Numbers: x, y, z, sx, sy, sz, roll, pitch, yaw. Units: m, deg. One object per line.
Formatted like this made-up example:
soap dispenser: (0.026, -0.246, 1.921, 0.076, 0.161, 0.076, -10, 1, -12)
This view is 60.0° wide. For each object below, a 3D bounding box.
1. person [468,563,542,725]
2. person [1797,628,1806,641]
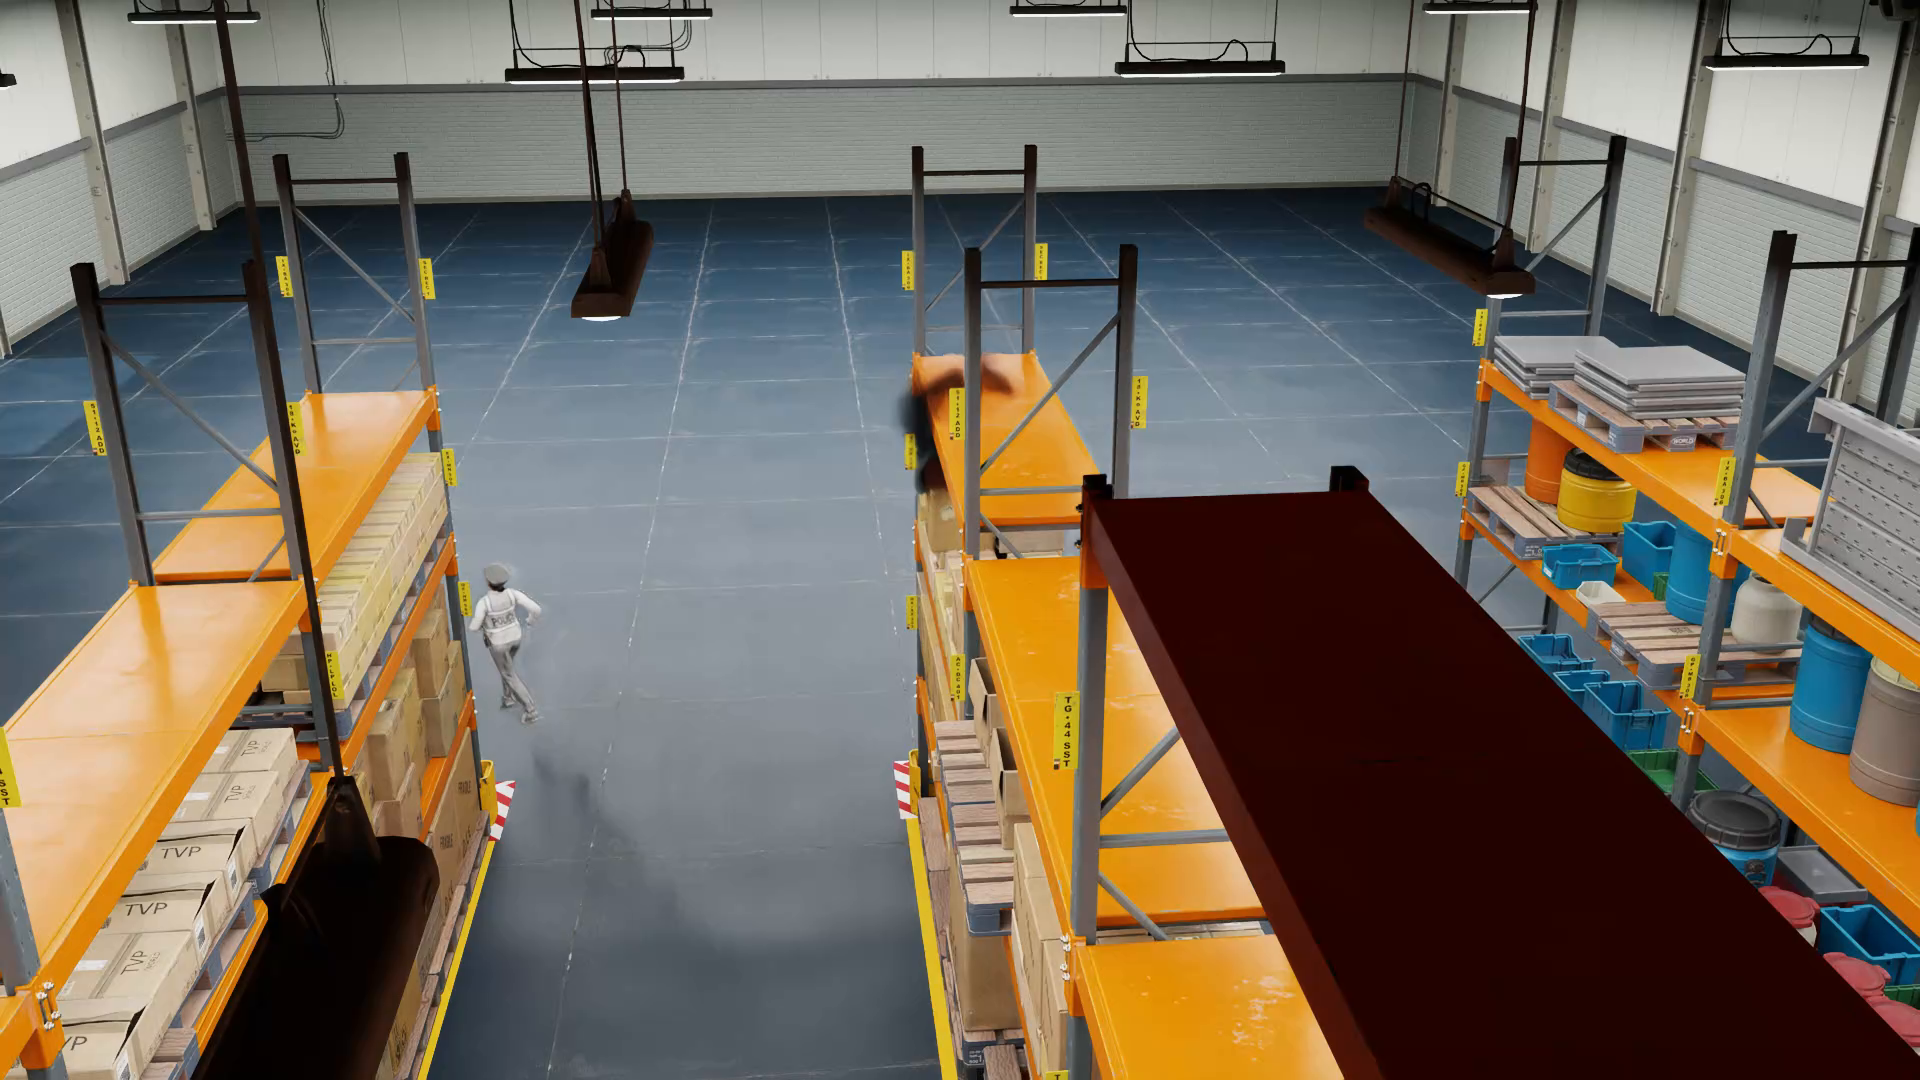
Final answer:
person: (-4.454, 1.034, 16.234, 0.768, 1.745, 0.649, 16, 26, 34)
person: (8.986, 0.591, 17.920, 0.613, 1.660, 0.633, 12, 25, 28)
